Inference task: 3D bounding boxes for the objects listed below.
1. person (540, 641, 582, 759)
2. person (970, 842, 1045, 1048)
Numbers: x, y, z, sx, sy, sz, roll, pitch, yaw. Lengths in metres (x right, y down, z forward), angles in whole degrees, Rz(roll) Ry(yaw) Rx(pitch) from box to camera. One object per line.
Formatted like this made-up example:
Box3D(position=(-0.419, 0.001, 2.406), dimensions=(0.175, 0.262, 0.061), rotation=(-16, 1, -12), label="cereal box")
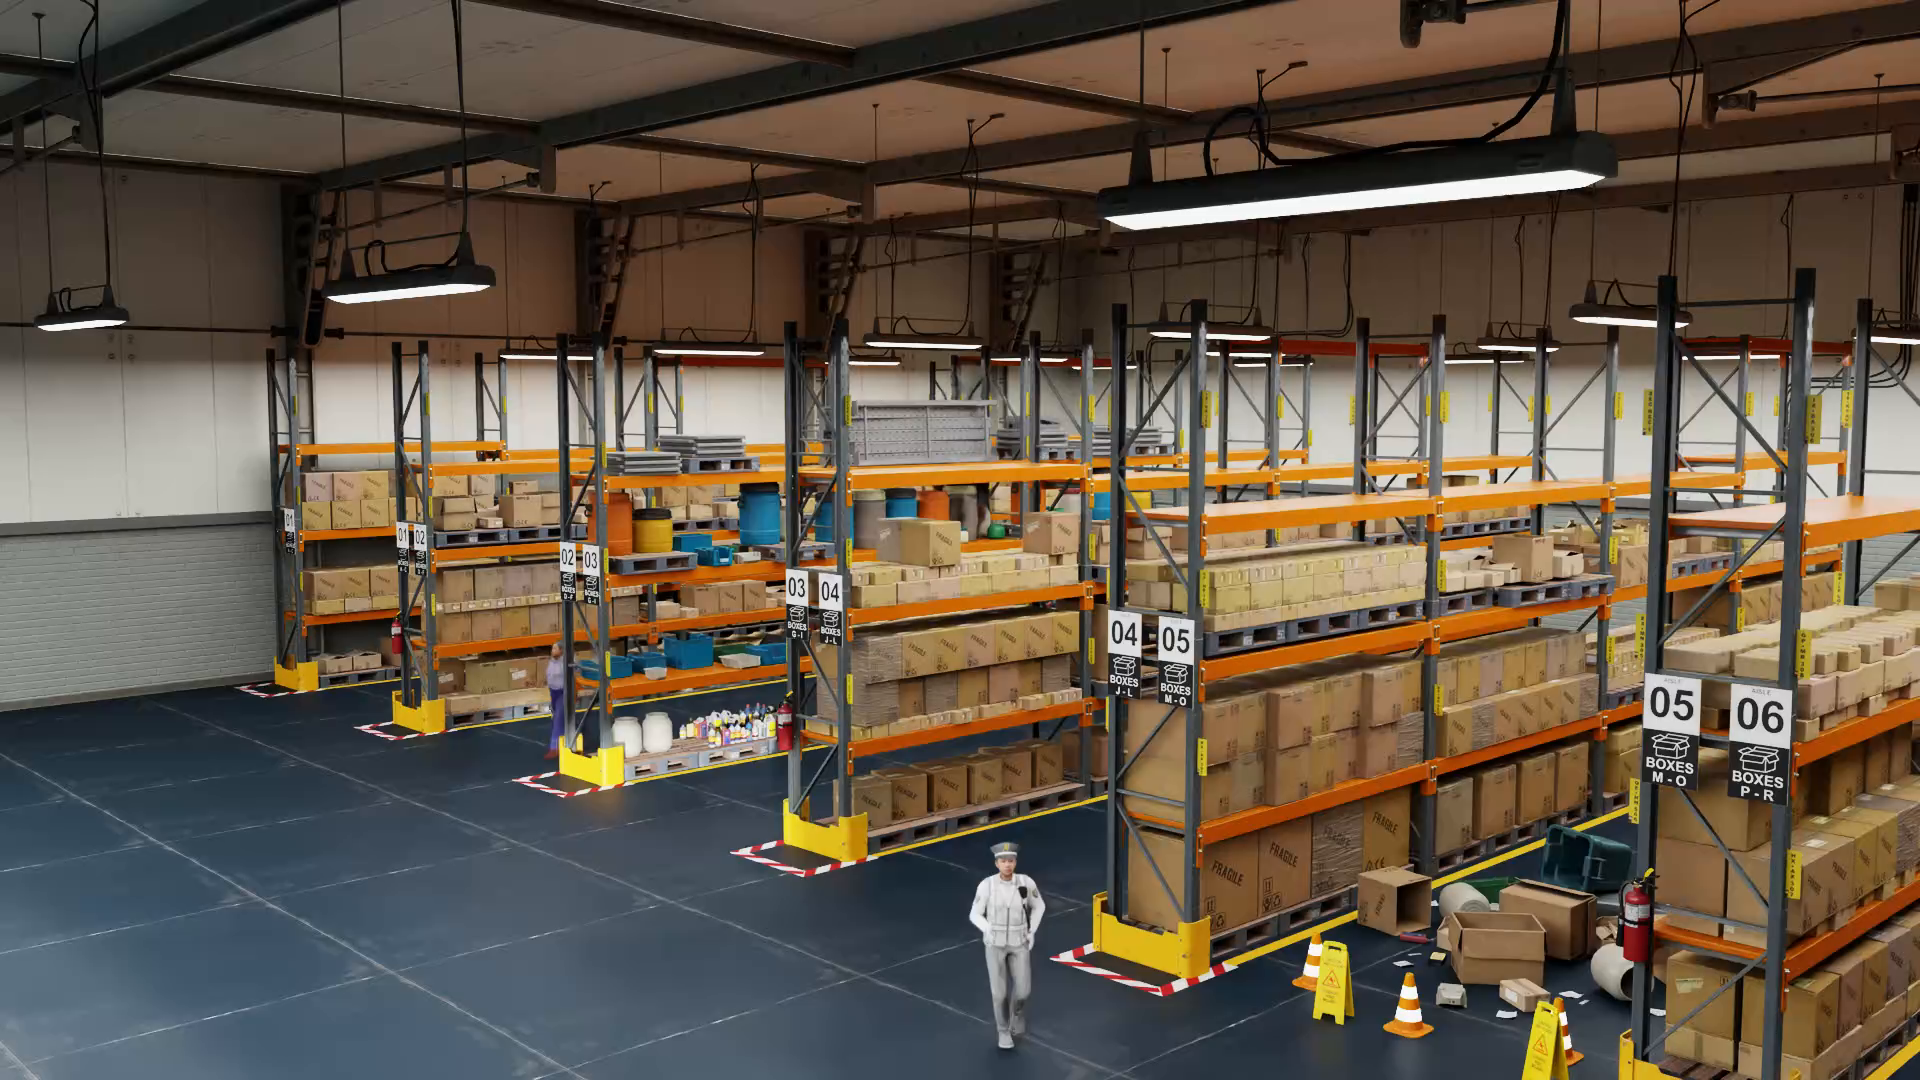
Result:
Box3D(position=(-5.715, 2.278, 24.042), dimensions=(0.615, 1.655, 0.914), rotation=(3, 6, 35), label="person")
Box3D(position=(0.385, 3.200, 13.123), dimensions=(0.606, 1.652, 0.552), rotation=(0, 5, -2), label="person")
